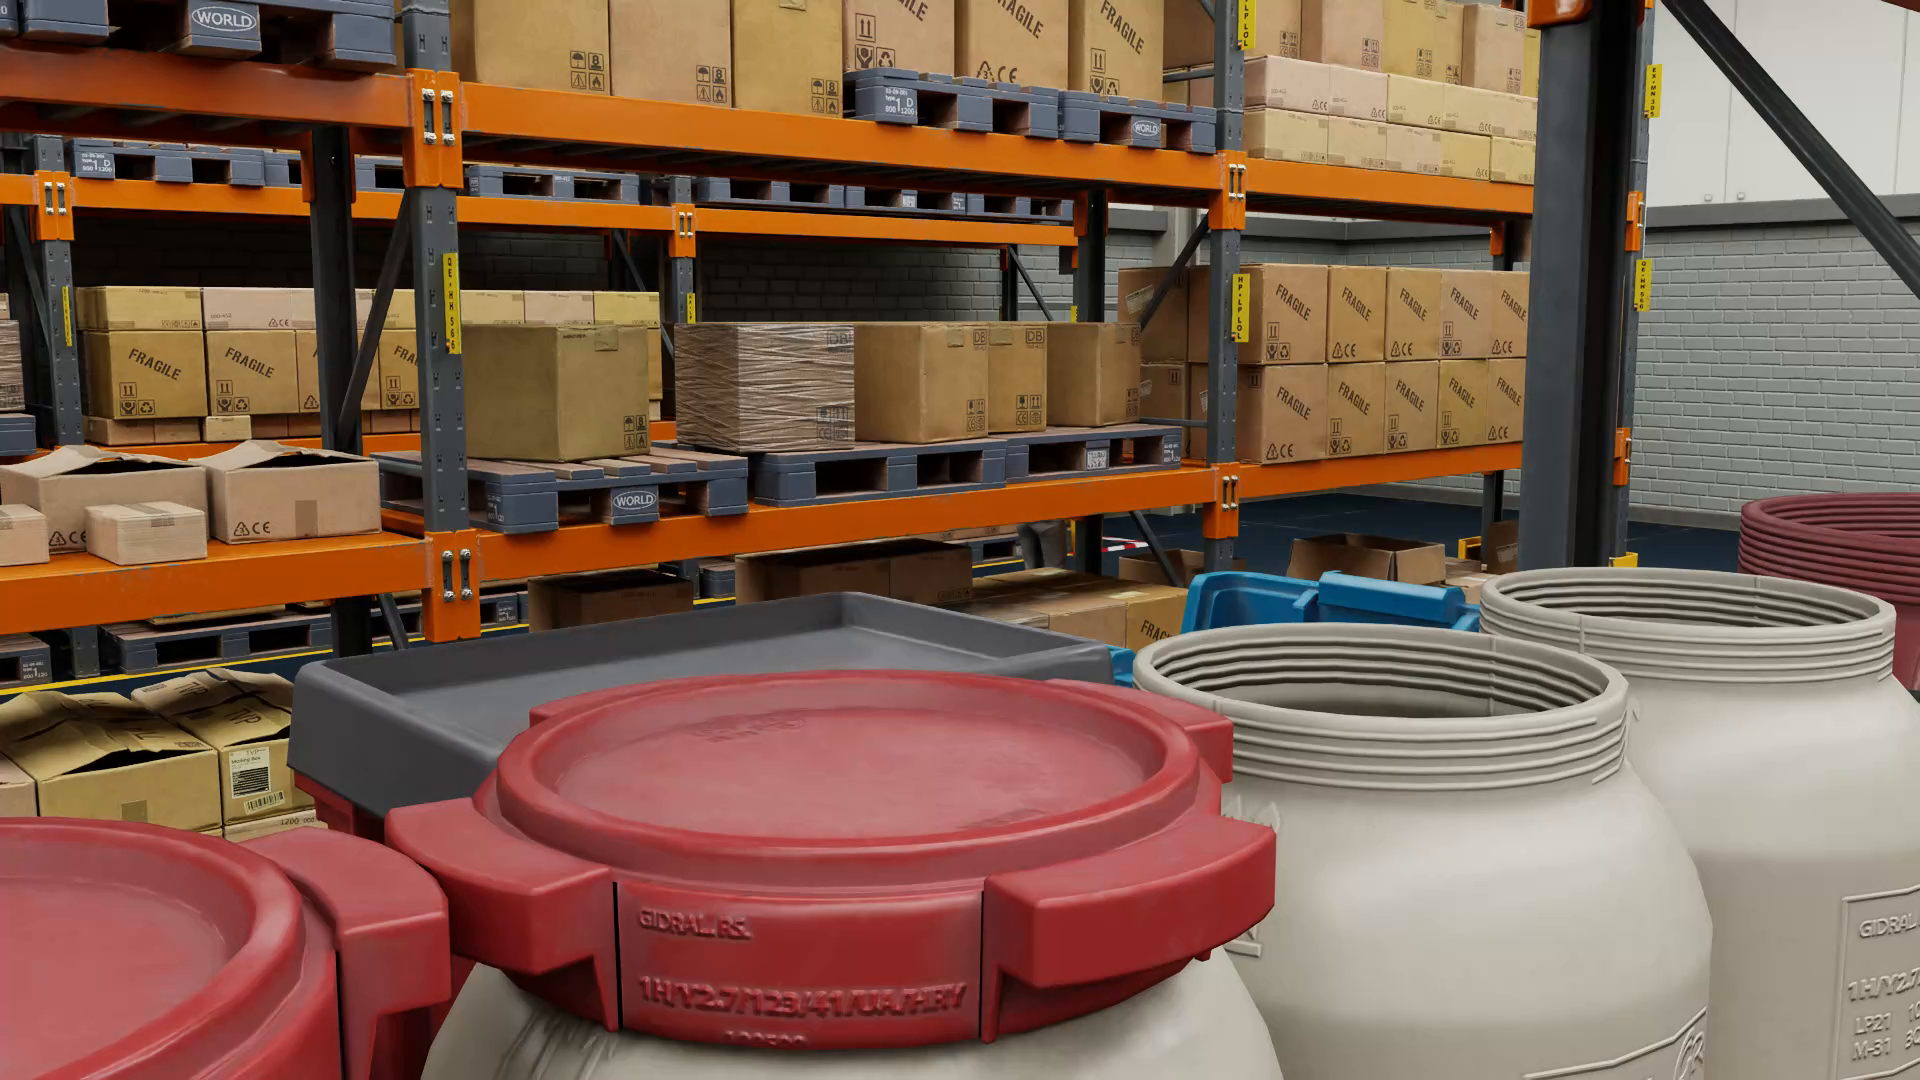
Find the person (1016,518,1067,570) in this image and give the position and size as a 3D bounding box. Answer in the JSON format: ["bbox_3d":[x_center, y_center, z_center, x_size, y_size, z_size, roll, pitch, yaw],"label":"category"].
[{"bbox_3d":[0.561,-0.122,10.266,0.492,1.588,0.406,-7,10,-40],"label":"person"}]
